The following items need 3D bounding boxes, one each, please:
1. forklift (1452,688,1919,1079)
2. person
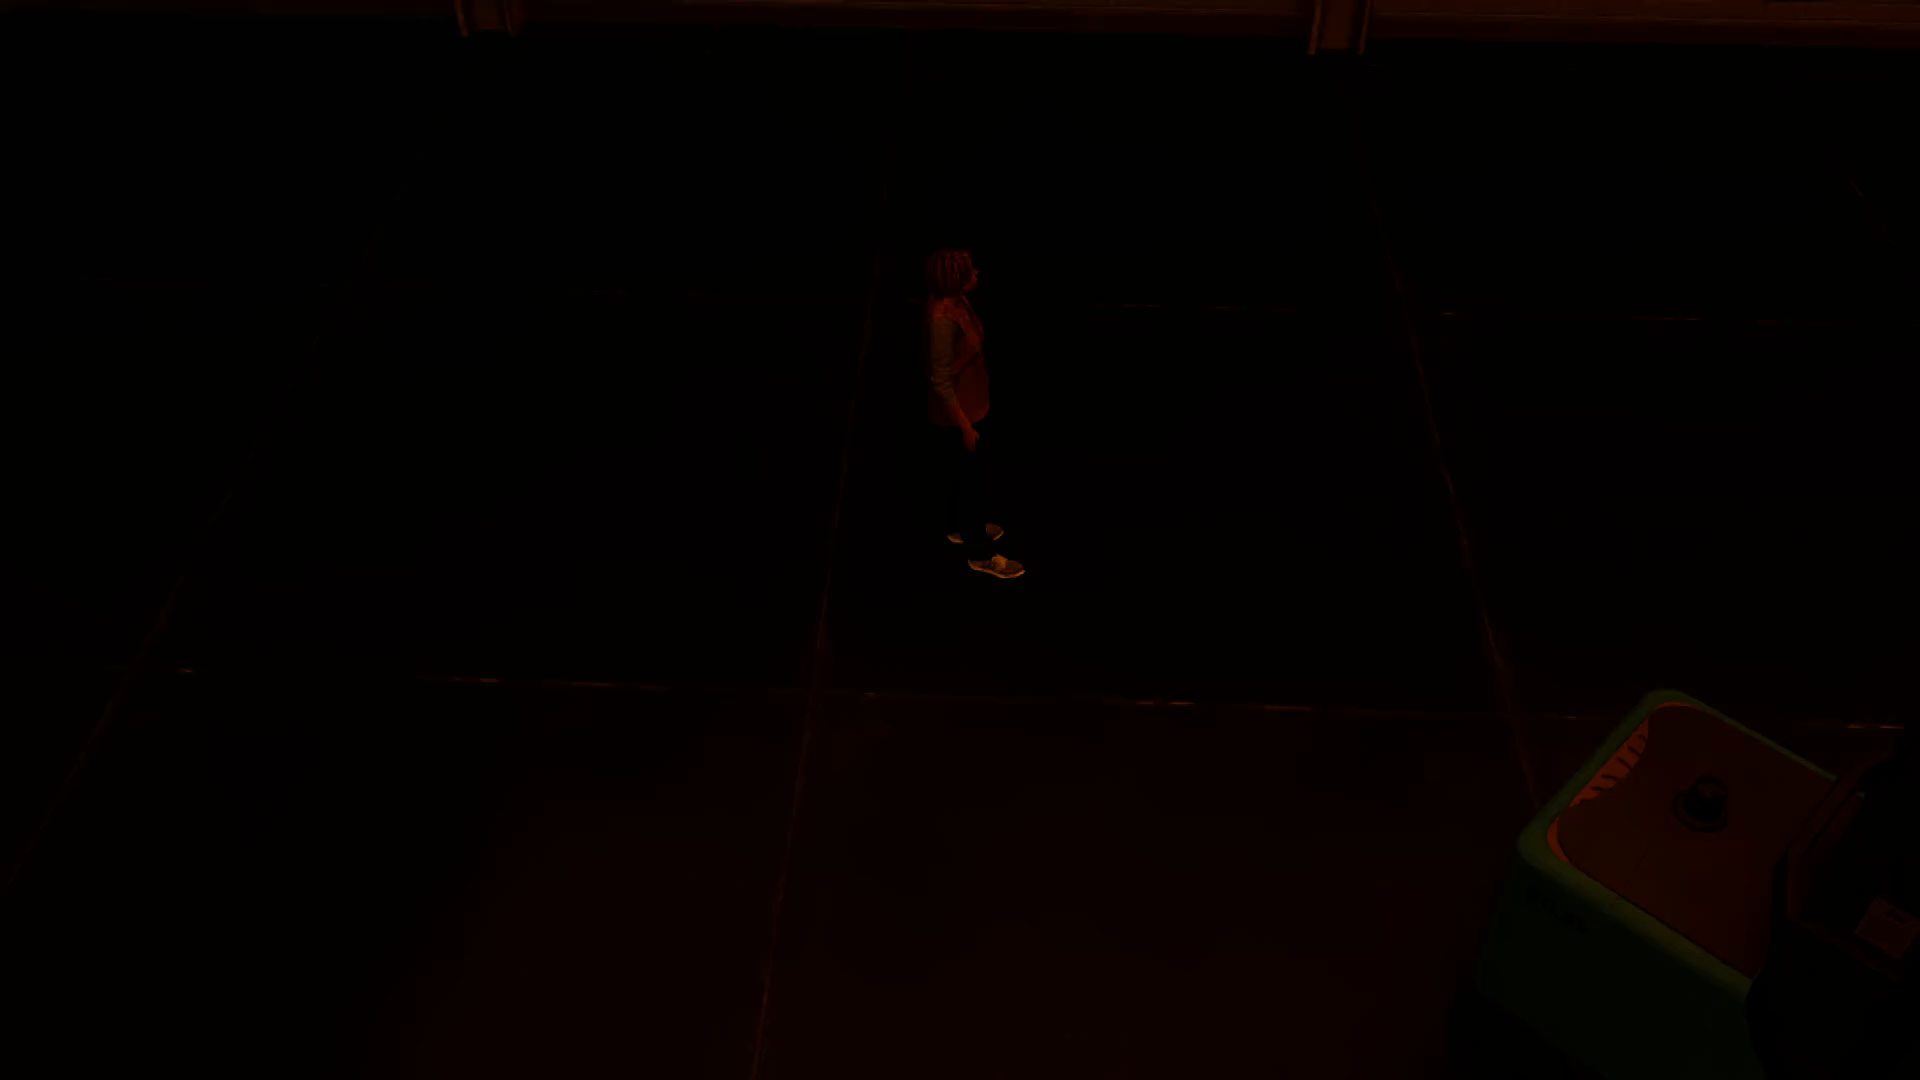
[{"bbox_3d":[3.167,1.129,4.506,3.031,2.935,1.130,33,52,31],"label":"forklift"},{"bbox_3d":[0.073,-0.583,7.360,0.474,1.597,0.520,2,42,2],"label":"person"}]
